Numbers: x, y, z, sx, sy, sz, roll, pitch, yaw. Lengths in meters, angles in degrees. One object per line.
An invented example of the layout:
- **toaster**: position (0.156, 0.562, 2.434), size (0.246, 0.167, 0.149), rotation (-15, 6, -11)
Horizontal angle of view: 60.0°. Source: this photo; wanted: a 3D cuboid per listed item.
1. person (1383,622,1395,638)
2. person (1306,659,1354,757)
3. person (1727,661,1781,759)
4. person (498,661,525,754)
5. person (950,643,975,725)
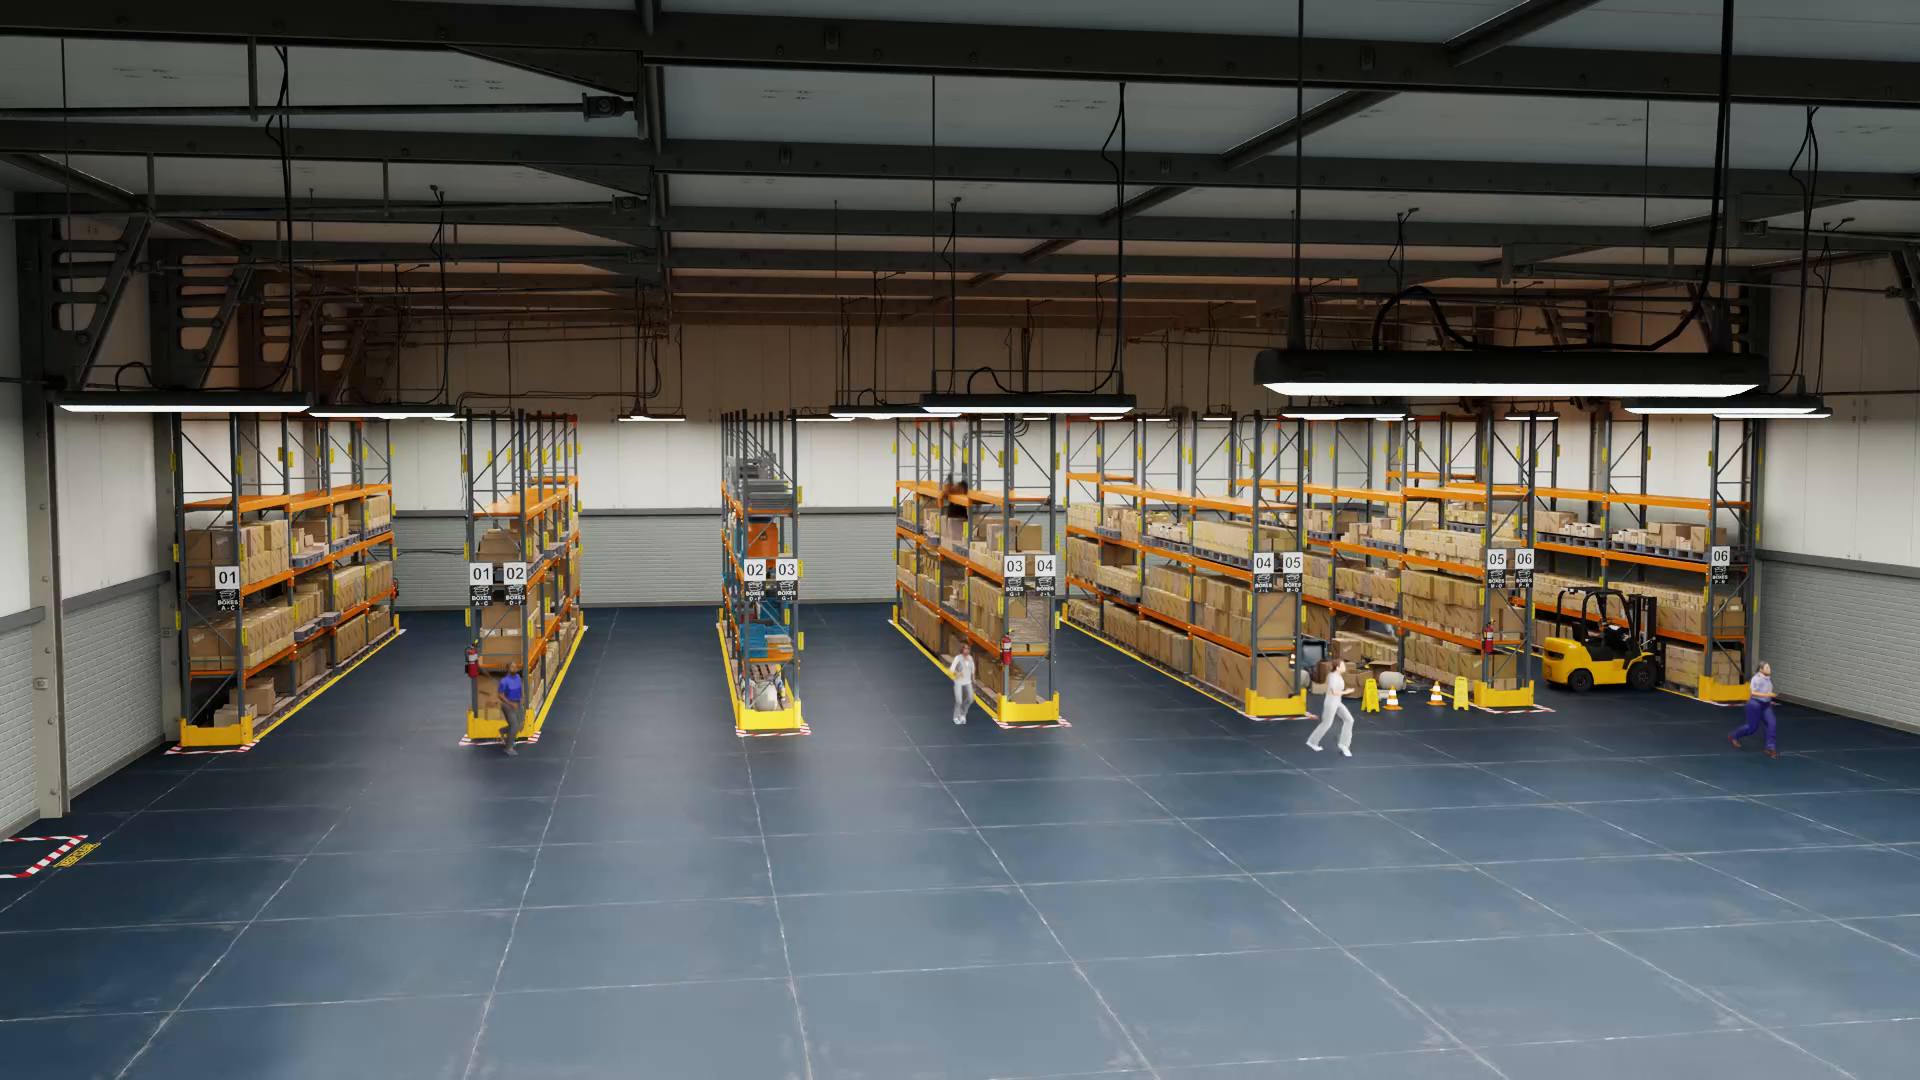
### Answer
- **person**: position (11.042, 1.845, 42.663), size (0.643, 1.802, 0.862), rotation (0, 4, -5)
- **person**: position (6.416, 2.886, 28.794), size (0.836, 1.701, 0.586), rotation (2, 4, 26)
- **person**: position (13.762, 2.926, 28.754), size (0.620, 1.693, 0.912), rotation (-3, 5, -37)
- **person**: position (-7.811, 2.911, 28.940), size (0.605, 1.628, 0.598), rotation (2, 5, 31)
- **person**: position (0.083, 2.744, 31.703), size (0.580, 1.553, 0.575), rotation (-2, 4, -22)
